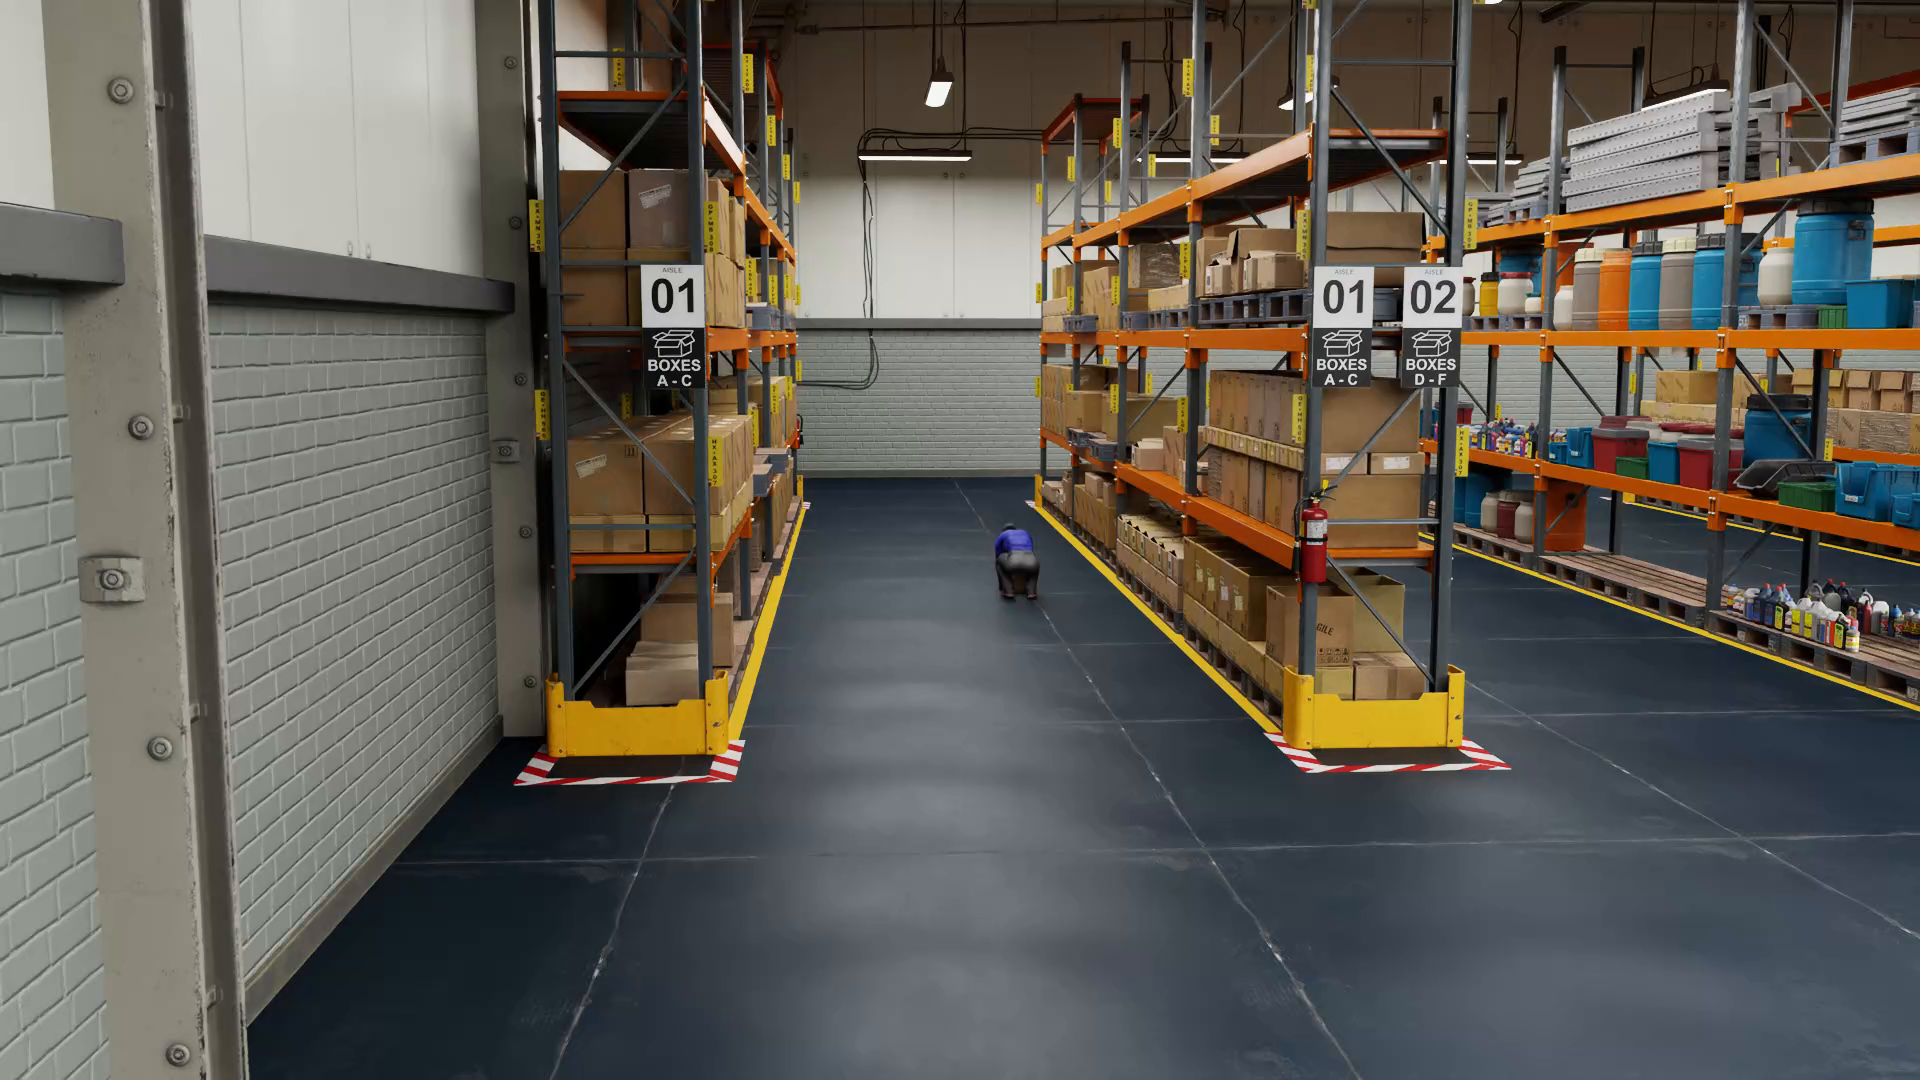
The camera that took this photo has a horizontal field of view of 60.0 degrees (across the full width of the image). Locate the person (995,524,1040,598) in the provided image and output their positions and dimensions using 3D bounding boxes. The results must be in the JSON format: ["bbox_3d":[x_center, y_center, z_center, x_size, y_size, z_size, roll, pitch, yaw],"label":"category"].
[{"bbox_3d":[0.612,0.256,17.733,0.463,0.811,0.832,-1,7,-5],"label":"person"}]
